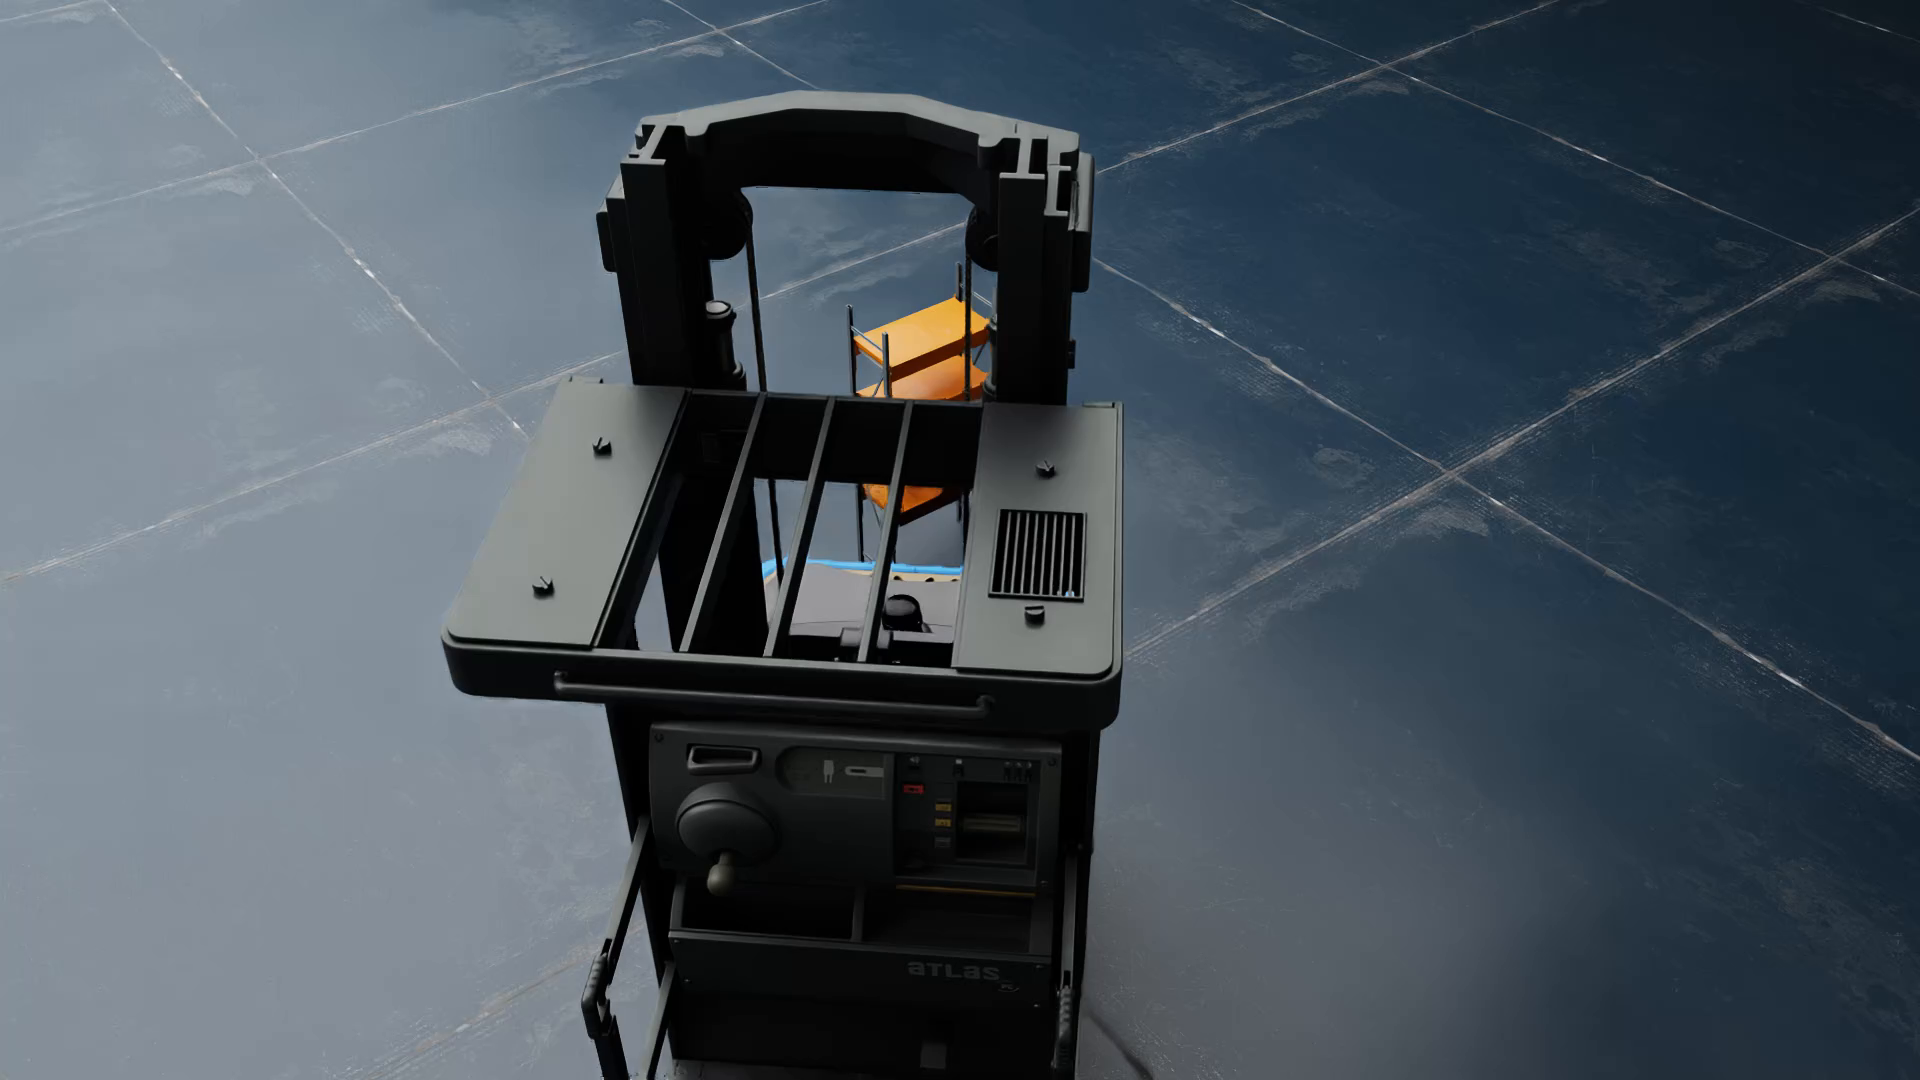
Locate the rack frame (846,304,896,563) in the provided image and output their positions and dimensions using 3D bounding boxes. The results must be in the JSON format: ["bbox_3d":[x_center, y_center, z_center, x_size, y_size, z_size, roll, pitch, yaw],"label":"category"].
[{"bbox_3d":[-0.325,-0.306,6.177,0.015,1.200,0.240,-26,46,-28],"label":"rack frame"}]

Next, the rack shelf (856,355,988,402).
[{"bbox_3d":[-0.131,-0.521,6.192,0.480,0.148,0.258,-26,46,-28],"label":"rack shelf"}]

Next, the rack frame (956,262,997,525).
[{"bbox_3d":[0.062,-0.494,6.406,0.015,1.200,0.240,-26,46,-28],"label":"rack frame"}]

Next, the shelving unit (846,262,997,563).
[{"bbox_3d":[-0.131,-0.400,6.291,0.503,1.200,0.258,-26,46,-28],"label":"shelving unit"}]

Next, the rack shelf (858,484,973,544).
[{"bbox_3d":[-0.131,-0.194,6.460,0.480,0.148,0.258,-26,46,-28],"label":"rack shelf"}]

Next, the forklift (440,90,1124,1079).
[{"bbox_3d":[-0.254,0.697,3.589,1.130,2.935,3.031,3,39,4],"label":"forklift"}]

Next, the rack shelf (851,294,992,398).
[{"bbox_3d":[-0.131,-0.704,6.042,0.480,0.148,0.258,-26,46,-28],"label":"rack shelf"}]
